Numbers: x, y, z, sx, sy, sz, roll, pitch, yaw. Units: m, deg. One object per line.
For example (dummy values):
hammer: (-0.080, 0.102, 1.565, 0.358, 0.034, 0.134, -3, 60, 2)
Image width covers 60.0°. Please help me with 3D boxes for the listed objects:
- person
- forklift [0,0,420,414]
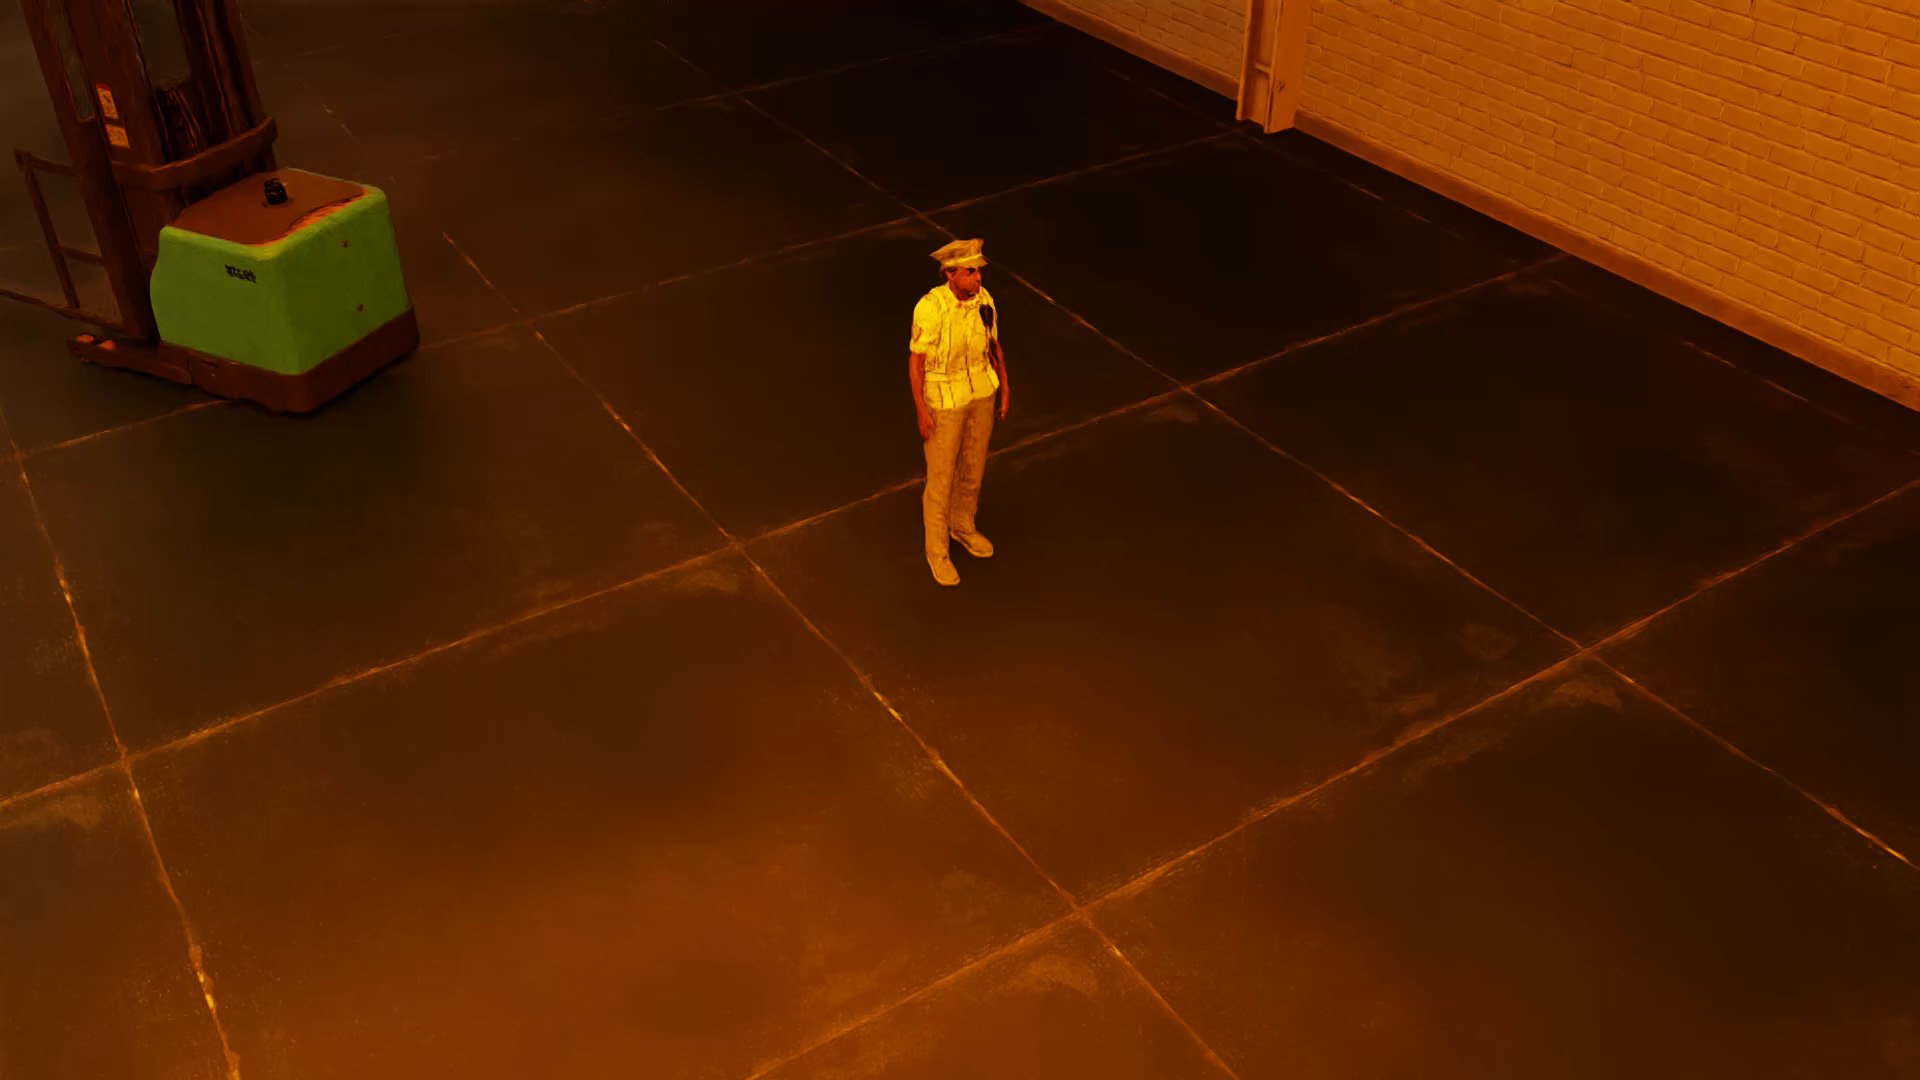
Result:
person: (0.024, -0.657, 8.145, 0.570, 1.695, 0.529, -21, 40, -27)
forklift: (-4.914, -2.508, 9.717, 3.031, 2.935, 1.130, 15, 38, 21)
